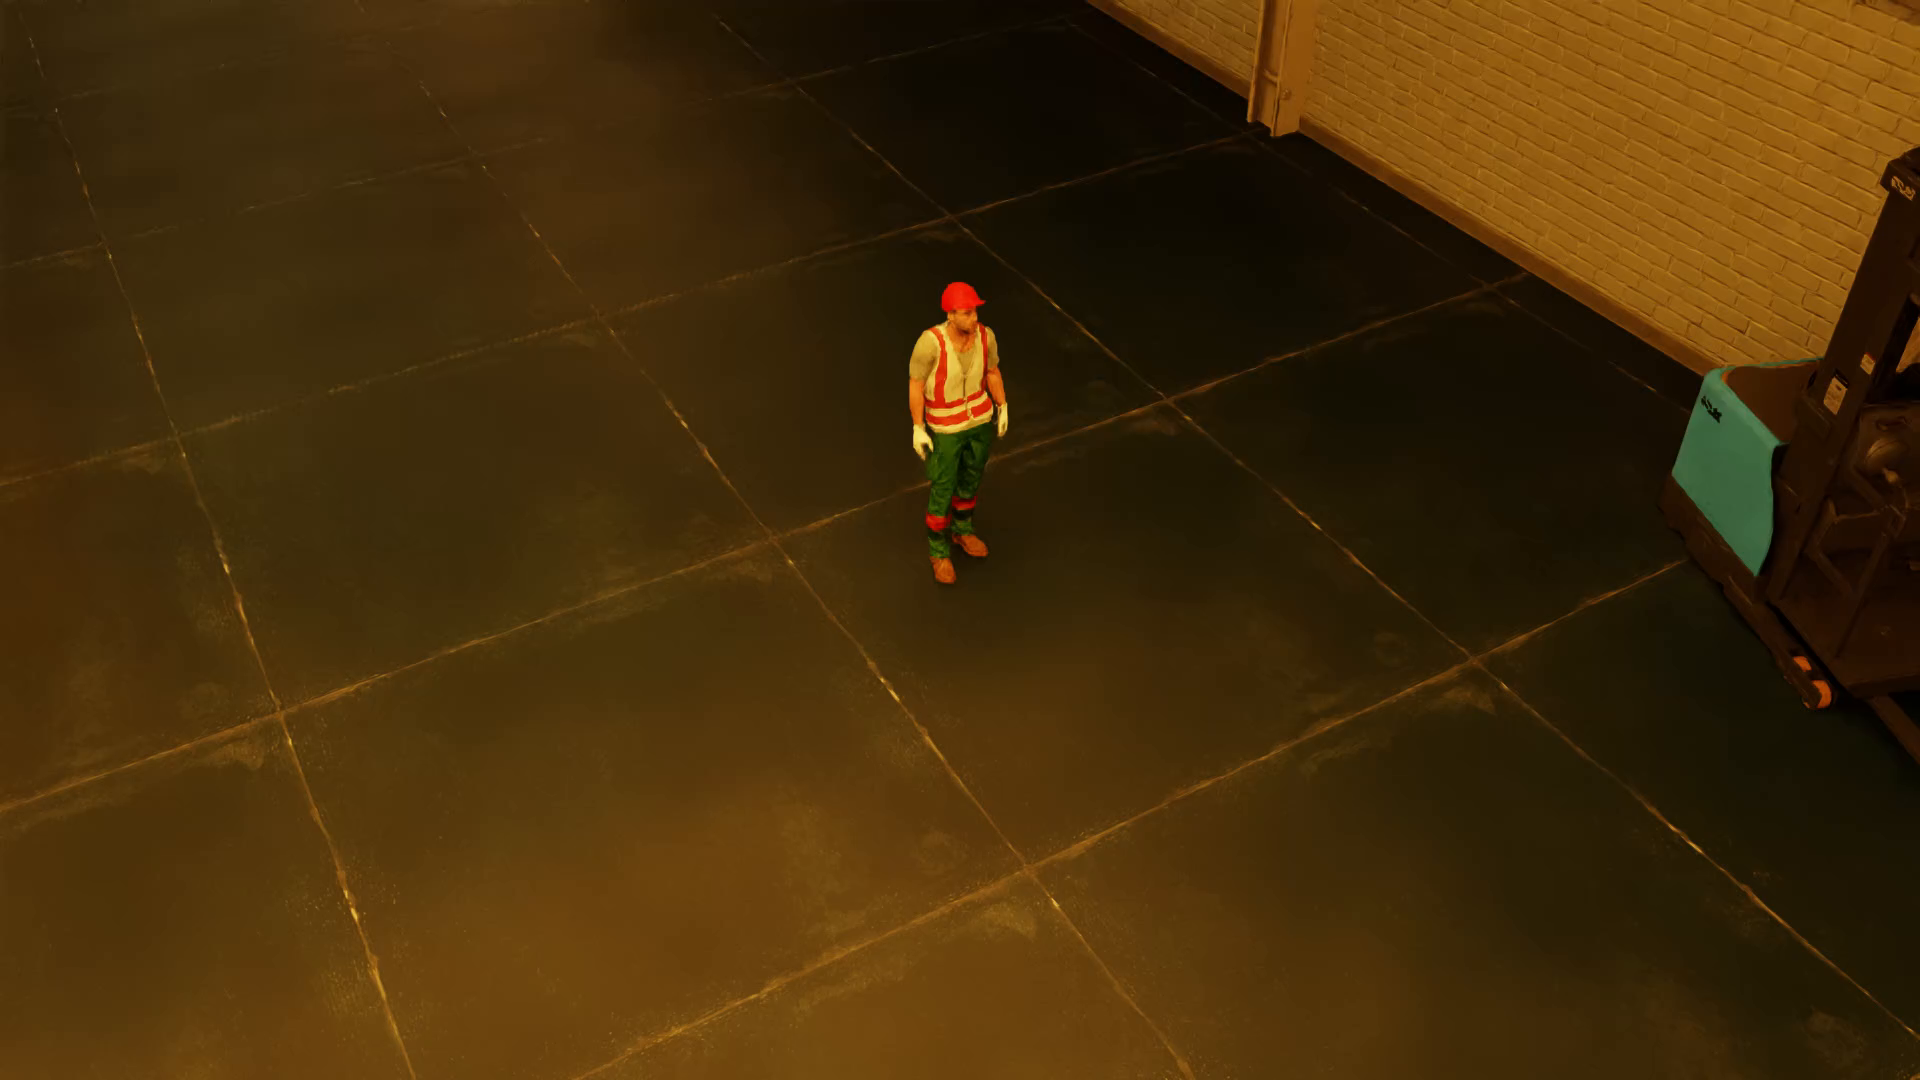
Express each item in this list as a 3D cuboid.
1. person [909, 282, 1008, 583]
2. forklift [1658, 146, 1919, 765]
[{"bbox_3d":[0.031,-0.646,9.699,0.637,1.787,0.563,-20,44,-23],"label":"person"},{"bbox_3d":[5.171,-0.448,8.576,1.130,2.935,3.031,-7,40,-8],"label":"forklift"}]
